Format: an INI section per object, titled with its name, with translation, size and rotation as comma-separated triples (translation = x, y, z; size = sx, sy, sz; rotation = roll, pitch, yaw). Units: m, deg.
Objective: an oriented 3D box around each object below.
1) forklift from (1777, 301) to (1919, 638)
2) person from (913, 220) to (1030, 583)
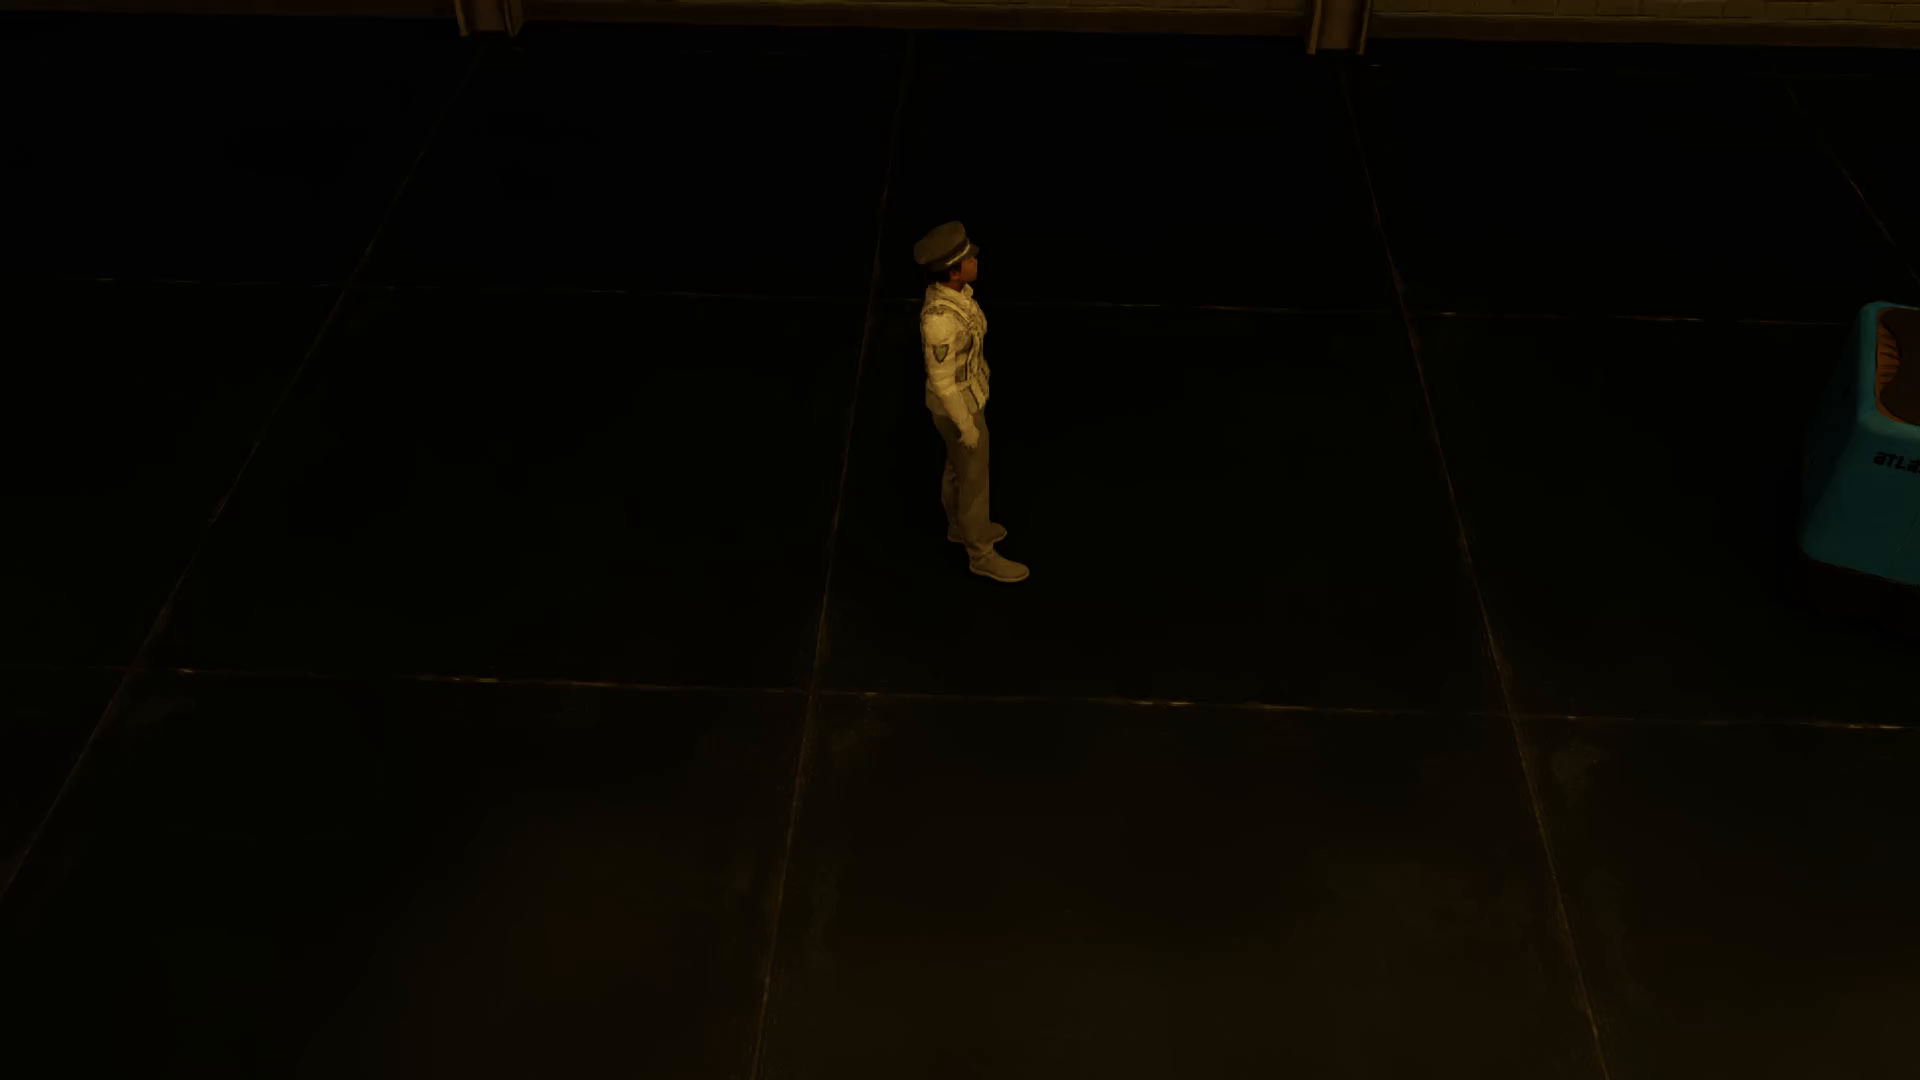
[forklift]
translation = 5.296, -0.709, 6.519
size = 3.031, 2.935, 1.130
rotation = 16, 45, 16
[person]
translation = 0.067, -0.625, 7.332
size = 0.533, 1.695, 0.586
rotation = 2, 42, 2
